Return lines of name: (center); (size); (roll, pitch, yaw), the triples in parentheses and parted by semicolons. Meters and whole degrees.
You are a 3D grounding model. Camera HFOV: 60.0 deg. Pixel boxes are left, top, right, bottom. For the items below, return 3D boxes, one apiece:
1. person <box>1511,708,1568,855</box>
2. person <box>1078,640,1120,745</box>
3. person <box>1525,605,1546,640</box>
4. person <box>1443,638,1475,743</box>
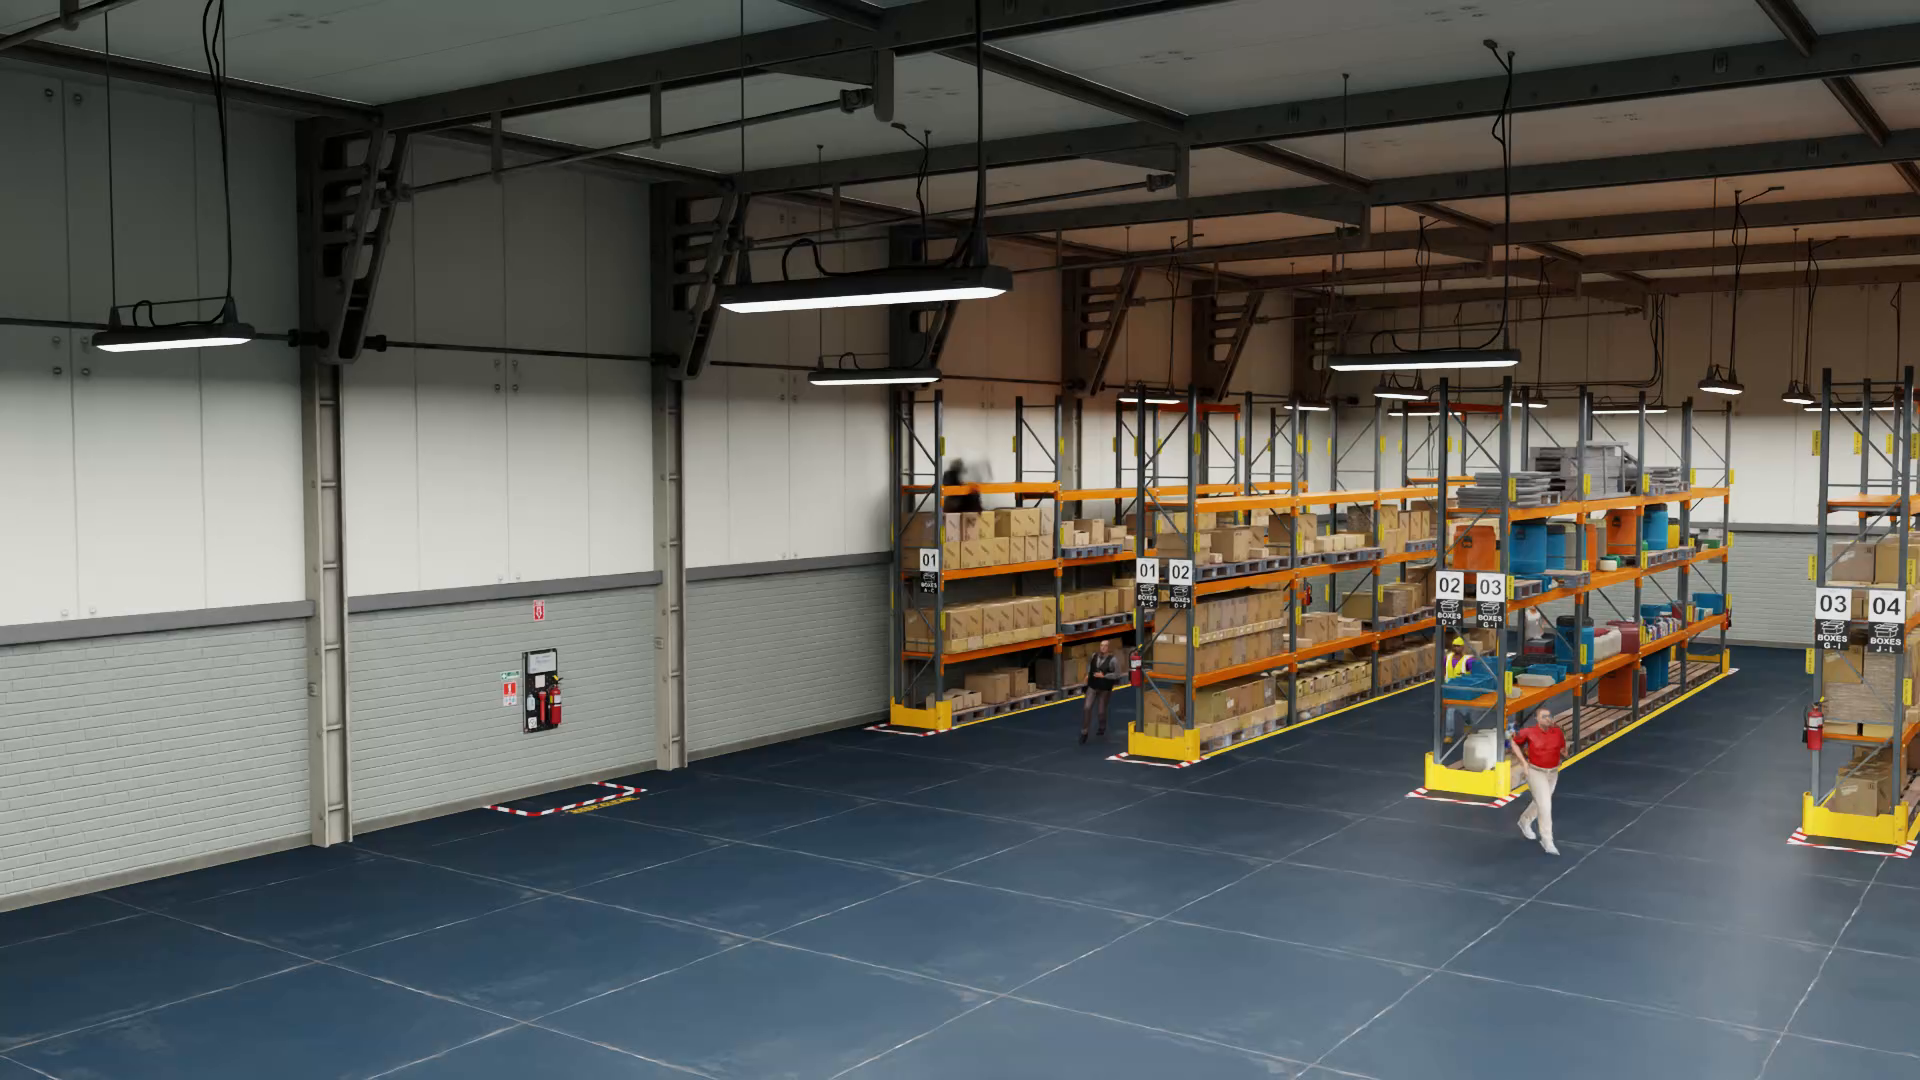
person: (7.290, 2.974, 20.812); (0.636, 1.778, 0.884); (-1, 3, -18)
person: (2.407, 2.563, 28.226); (0.658, 1.741, 0.882); (1, 3, 20)
person: (12.470, 2.128, 36.228); (0.501, 1.711, 0.825); (2, 4, 25)
person: (8.401, 2.530, 28.106); (0.711, 1.747, 0.938); (2, 4, 33)
